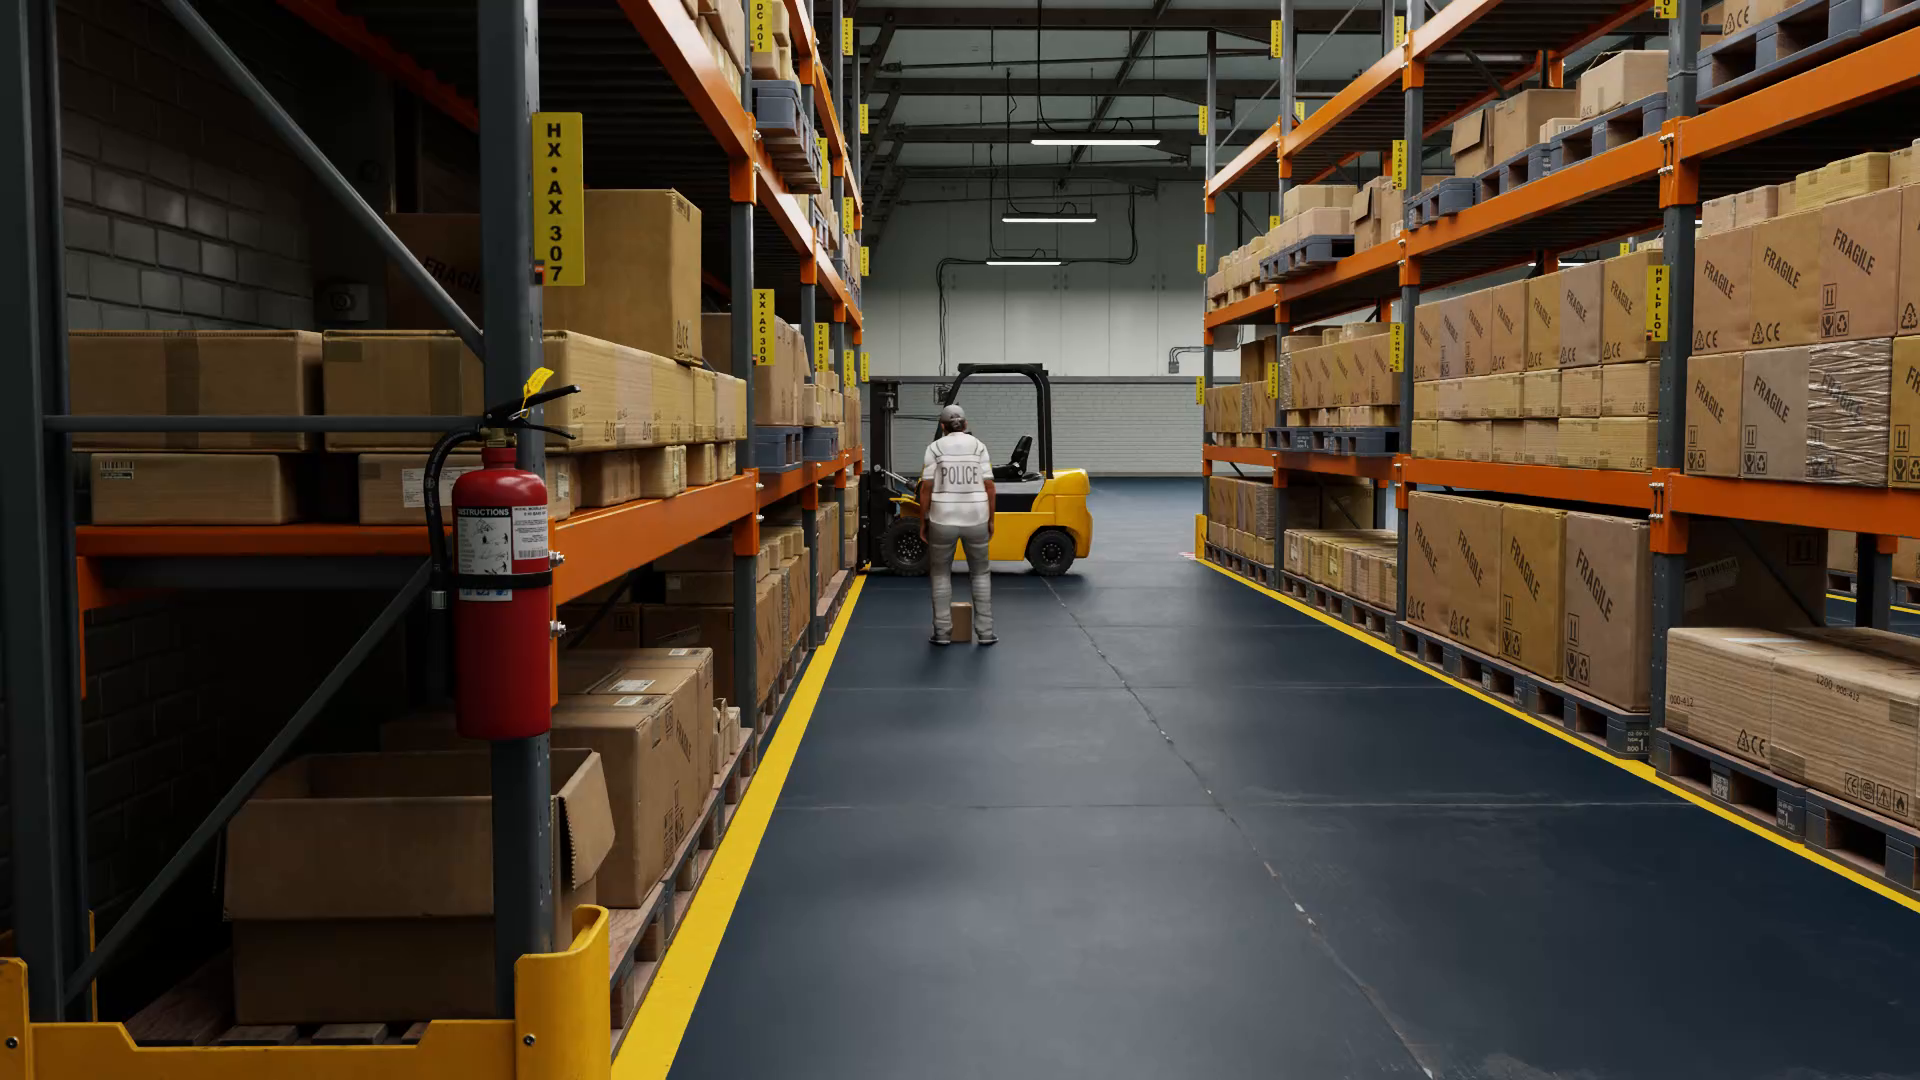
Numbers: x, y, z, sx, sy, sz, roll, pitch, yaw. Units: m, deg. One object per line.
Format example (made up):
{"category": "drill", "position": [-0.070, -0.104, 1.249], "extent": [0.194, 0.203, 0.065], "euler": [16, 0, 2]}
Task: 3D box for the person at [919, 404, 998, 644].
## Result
{"category": "person", "position": [-0.004, -0.109, 11.558], "extent": [0.566, 1.667, 0.465], "euler": [0, 4, -7]}
